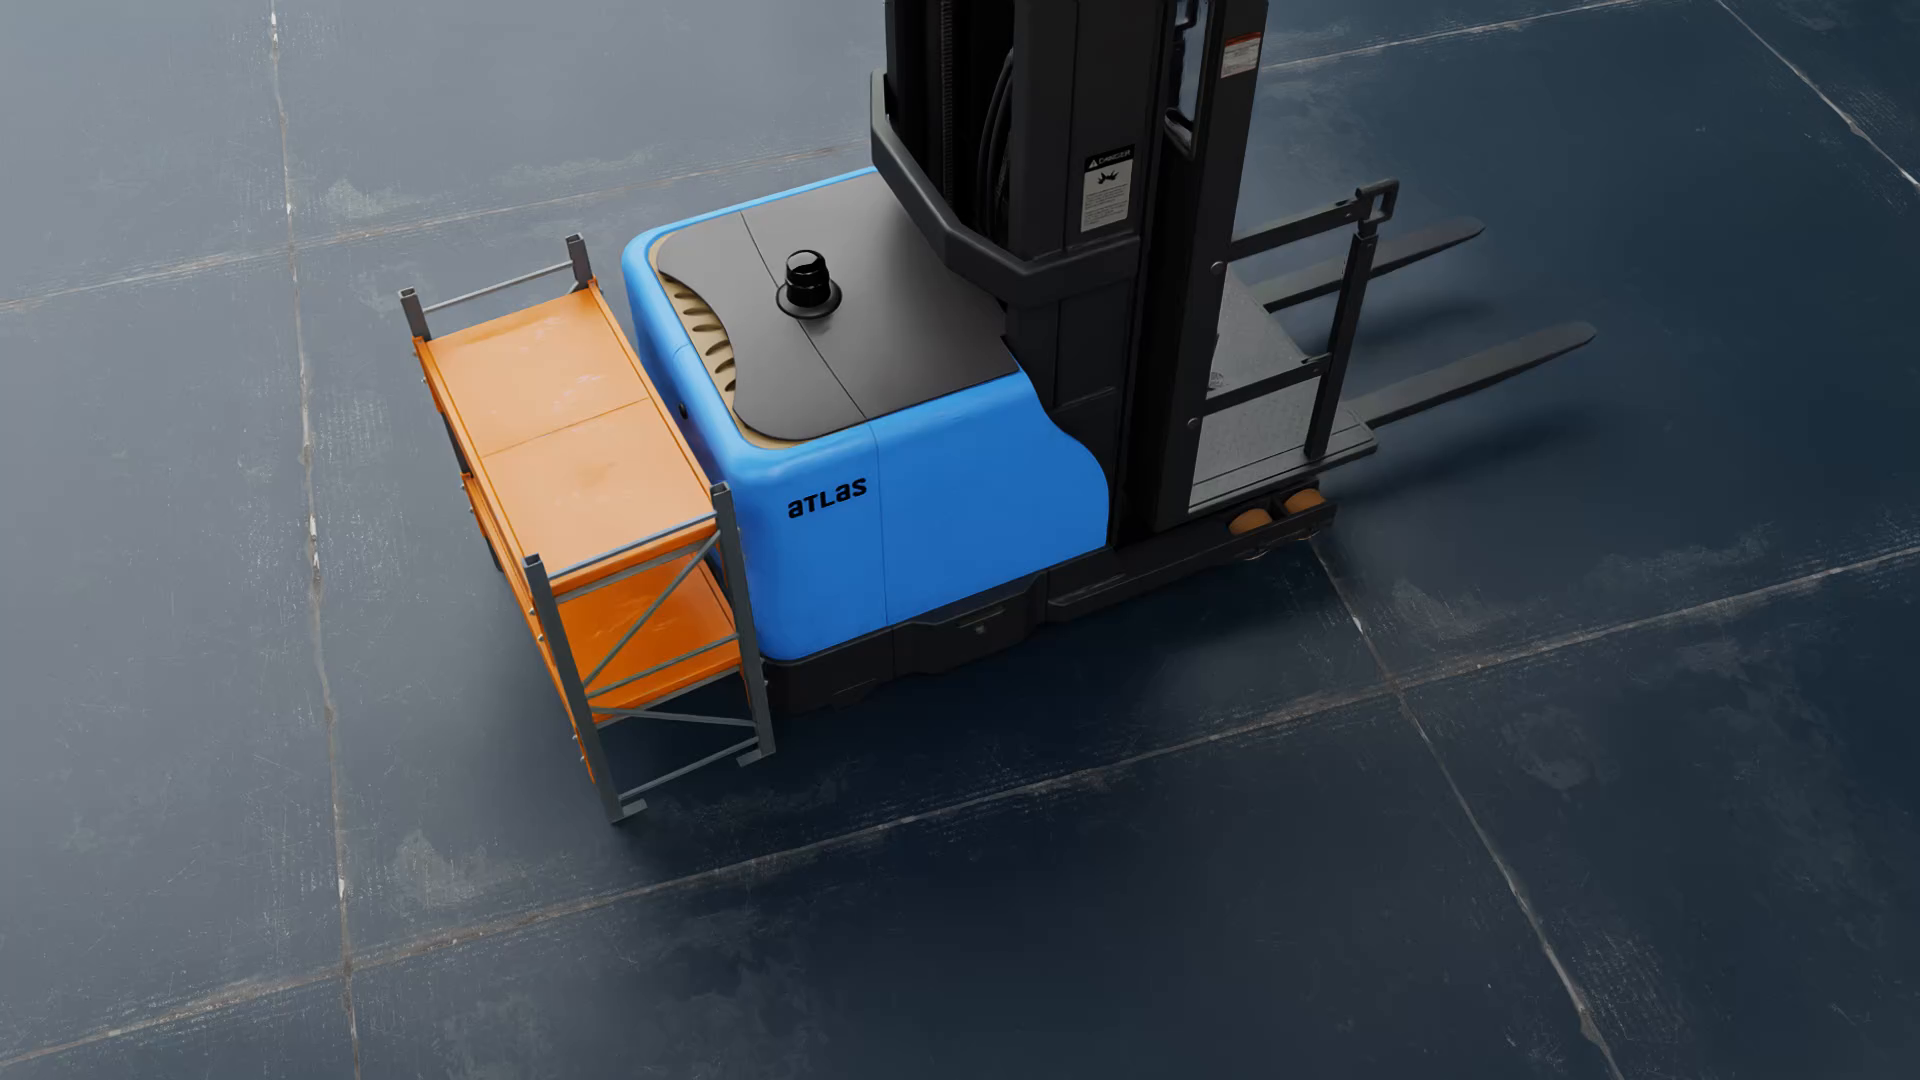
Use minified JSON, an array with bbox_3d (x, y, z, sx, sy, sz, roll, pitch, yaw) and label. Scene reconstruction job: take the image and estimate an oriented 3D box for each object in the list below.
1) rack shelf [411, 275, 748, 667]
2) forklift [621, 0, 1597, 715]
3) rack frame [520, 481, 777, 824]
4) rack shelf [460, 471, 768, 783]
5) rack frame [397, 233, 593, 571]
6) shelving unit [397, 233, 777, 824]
[{"bbox_3d":[-0.996,-0.209,4.303,0.538,0.278,1.000,-22,53,-17],"label":"rack shelf"},{"bbox_3d":[0.615,-1.229,4.369,3.031,2.935,1.130,-20,53,-16],"label":"forklift"},{"bbox_3d":[-0.756,0.323,4.238,0.500,1.125,0.032,-22,53,-17],"label":"rack frame"},{"bbox_3d":[-0.990,0.135,4.716,0.538,0.278,1.000,-22,53,-17],"label":"rack shelf"},{"bbox_3d":[-1.229,-0.365,4.818,0.500,1.125,0.032,-22,53,-17],"label":"rack frame"},{"bbox_3d":[-0.993,-0.021,4.528,0.538,1.125,1.048,-22,53,-17],"label":"shelving unit"}]
